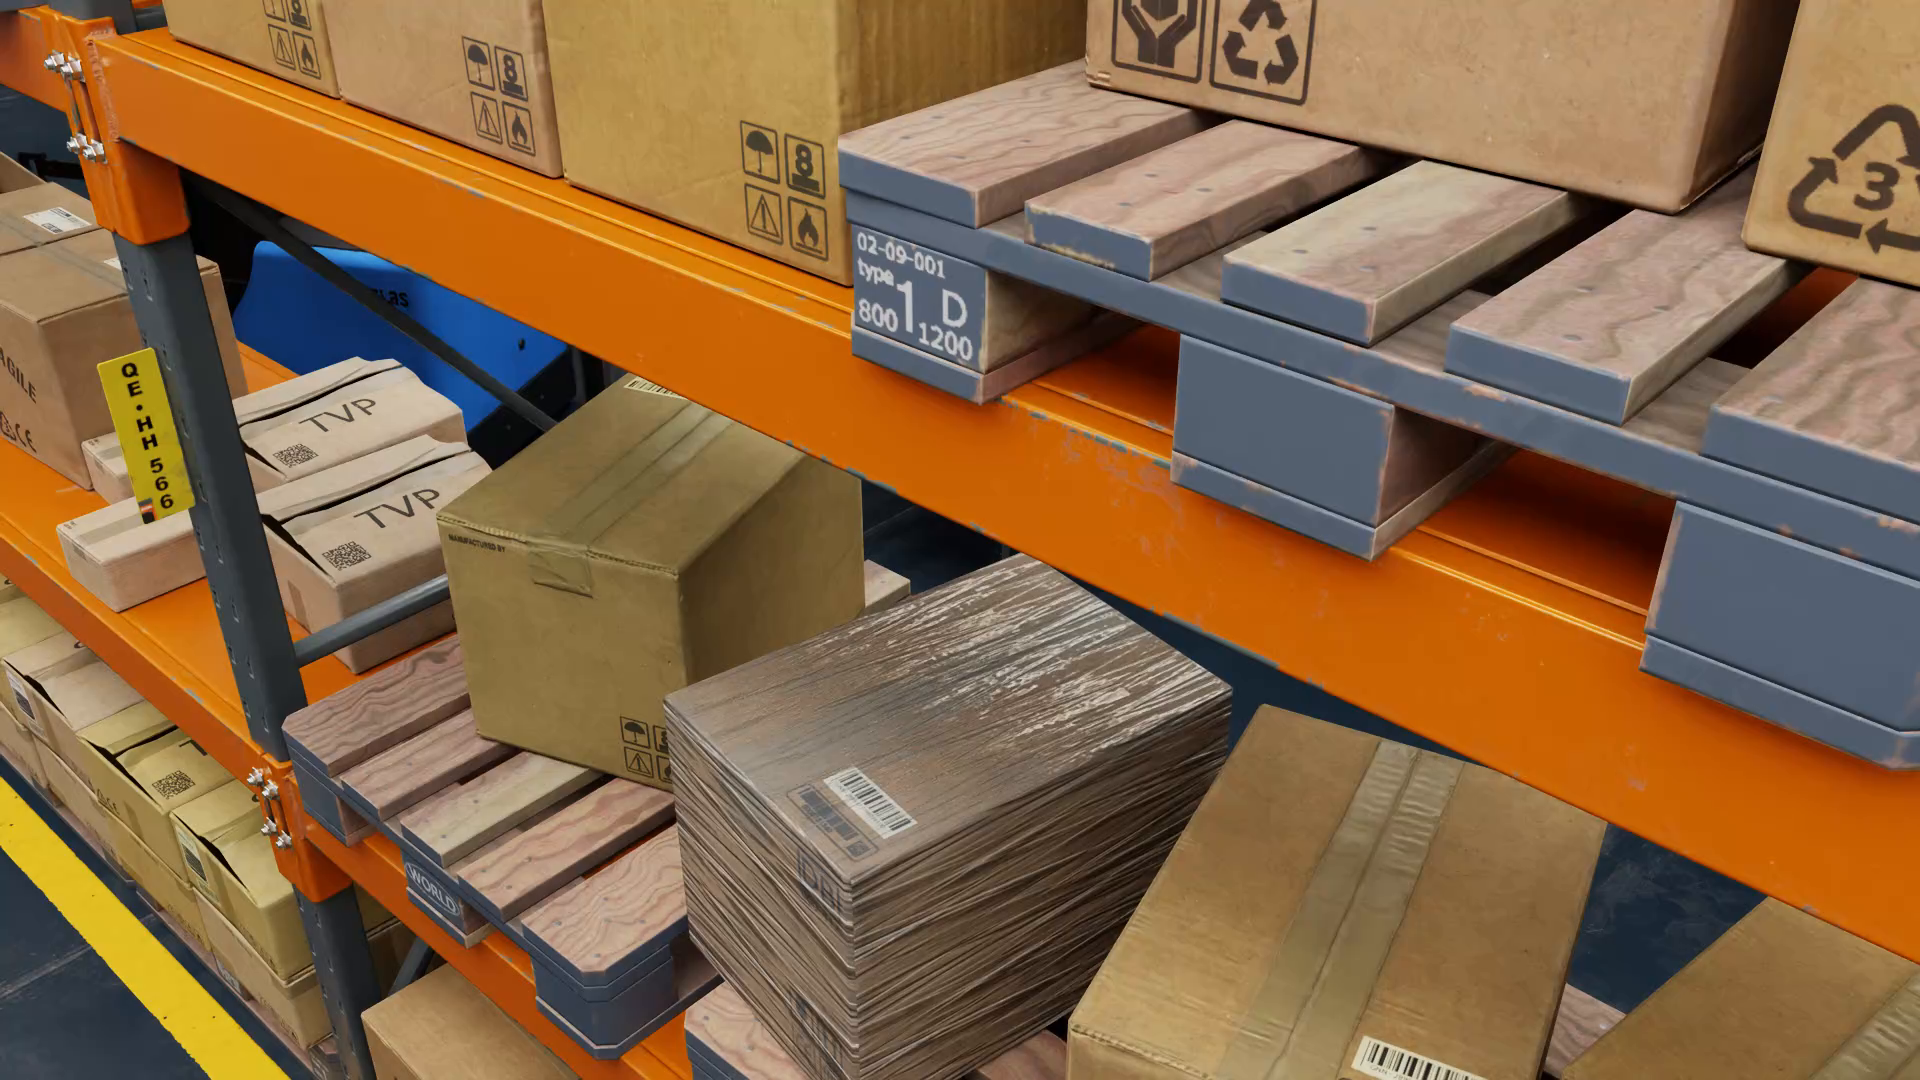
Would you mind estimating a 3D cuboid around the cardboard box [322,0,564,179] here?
[{"bbox_3d":[-0.384,-0.917,2.359,0.500,0.500,0.910,25,39,35],"label":"cardboard box"}]

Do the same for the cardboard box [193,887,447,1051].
[{"bbox_3d":[-1.662,1.006,4.430,0.500,0.250,0.500,26,40,36],"label":"cardboard box"}]

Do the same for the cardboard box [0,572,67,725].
[{"bbox_3d":[-2.794,0.240,5.159,0.500,0.311,0.500,26,40,36],"label":"cardboard box"}]

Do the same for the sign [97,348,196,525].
[{"bbox_3d":[-1.478,-0.186,3.028,0.005,0.325,0.100,25,39,35],"label":"sign"}]

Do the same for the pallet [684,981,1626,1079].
[{"bbox_3d":[0.337,0.850,2.616,1.213,0.211,1.003,25,39,35],"label":"pallet"}]

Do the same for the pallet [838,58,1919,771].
[{"bbox_3d":[0.650,-0.334,1.671,1.003,0.211,1.213,25,39,35],"label":"pallet"}]

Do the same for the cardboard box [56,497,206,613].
[{"bbox_3d":[-1.960,-0.002,4.088,0.250,0.149,0.380,25,39,35],"label":"cardboard box"}]

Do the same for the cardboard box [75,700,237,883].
[{"bbox_3d":[-2.052,0.590,4.577,0.500,0.311,0.500,24,39,34],"label":"cardboard box"}]

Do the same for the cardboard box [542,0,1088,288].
[{"bbox_3d":[0.001,-0.737,2.061,0.500,0.500,0.910,25,39,35],"label":"cardboard box"}]

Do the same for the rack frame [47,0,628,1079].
[{"bbox_3d":[-1.108,0.096,3.682,0.127,3.000,1.000,25,39,35],"label":"rack frame"}]

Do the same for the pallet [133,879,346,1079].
[{"bbox_3d":[-1.692,0.991,4.899,1.213,0.211,1.003,25,39,35],"label":"pallet"}]

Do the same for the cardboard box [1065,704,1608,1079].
[{"bbox_3d":[0.506,0.670,2.224,0.500,0.500,0.700,15,34,23],"label":"cardboard box"}]

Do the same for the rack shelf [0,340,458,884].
[{"bbox_3d":[-2.591,-0.288,5.017,4.000,0.370,1.077,25,39,35],"label":"rack shelf"}]

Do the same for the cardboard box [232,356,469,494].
[{"bbox_3d":[-1.641,-0.249,4.342,0.500,0.311,0.500,25,39,35],"label":"cardboard box"}]

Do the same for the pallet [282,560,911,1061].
[{"bbox_3d":[-0.559,0.386,3.386,1.003,0.211,1.213,25,39,35],"label":"pallet"}]

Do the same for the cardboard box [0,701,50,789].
[{"bbox_3d":[-2.801,0.477,5.309,0.500,0.250,0.500,26,40,36],"label":"cardboard box"}]

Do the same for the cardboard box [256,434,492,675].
[{"bbox_3d":[-1.349,-0.008,3.941,0.500,0.311,0.500,-27,40,-37],"label":"cardboard box"}]

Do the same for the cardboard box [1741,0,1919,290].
[{"bbox_3d":[1.023,-0.495,1.155,0.600,0.600,0.600,25,39,35],"label":"cardboard box"}]

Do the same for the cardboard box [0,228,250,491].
[{"bbox_3d":[-2.363,-0.521,4.610,0.500,0.500,0.500,23,38,33],"label":"cardboard box"}]

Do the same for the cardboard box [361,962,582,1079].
[{"bbox_3d":[-0.963,1.246,3.770,0.500,0.500,0.500,27,40,37],"label":"cardboard box"}]

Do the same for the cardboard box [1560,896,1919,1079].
[{"bbox_3d":[1.104,0.795,2.017,0.700,0.500,0.500,-22,38,-32],"label":"cardboard box"}]

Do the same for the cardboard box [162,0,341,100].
[{"bbox_3d":[-0.762,-1.093,2.653,0.500,0.500,0.910,25,39,35],"label":"cardboard box"}]

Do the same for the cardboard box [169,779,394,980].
[{"bbox_3d":[-1.662,0.767,4.282,0.500,0.311,0.500,26,40,36],"label":"cardboard box"}]

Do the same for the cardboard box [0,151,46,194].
[{"bbox_3d":[-3.125,-0.876,5.201,0.500,0.500,0.500,-26,40,-36],"label":"cardboard box"}]

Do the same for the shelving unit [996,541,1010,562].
[{"bbox_3d":[-0.063,-0.672,6.412,1.048,1.500,0.538,25,39,35],"label":"shelving unit"}]

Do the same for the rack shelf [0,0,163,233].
[{"bbox_3d":[-2.591,-1.573,4.243,4.000,0.370,1.077,25,39,35],"label":"rack shelf"}]

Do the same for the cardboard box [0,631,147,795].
[{"bbox_3d":[-2.424,0.414,4.869,0.500,0.311,0.500,25,39,35],"label":"cardboard box"}]

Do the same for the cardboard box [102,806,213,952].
[{"bbox_3d":[-2.047,0.829,4.724,0.500,0.250,0.500,25,39,35],"label":"cardboard box"}]

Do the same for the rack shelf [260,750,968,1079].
[{"bbox_3d":[0.375,1.097,2.717,4.000,0.370,1.077,25,39,35],"label":"rack shelf"}]

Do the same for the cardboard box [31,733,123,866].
[{"bbox_3d":[-2.417,0.653,5.015,0.500,0.250,0.500,26,40,36],"label":"cardboard box"}]

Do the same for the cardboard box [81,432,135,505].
[{"bbox_3d":[-2.092,-0.216,4.444,0.380,0.149,0.250,-26,40,-36],"label":"cardboard box"}]

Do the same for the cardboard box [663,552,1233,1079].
[{"bbox_3d":[-0.016,0.438,2.610,0.700,0.500,0.500,-21,37,-31],"label":"cardboard box"}]

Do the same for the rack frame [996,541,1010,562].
[{"bbox_3d":[0.314,-0.496,6.120,0.032,1.500,0.500,25,39,35],"label":"rack frame"}]

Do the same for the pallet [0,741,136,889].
[{"bbox_3d":[-2.593,0.569,5.600,1.213,0.211,1.003,25,39,35],"label":"pallet"}]

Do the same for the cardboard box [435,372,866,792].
[{"bbox_3d":[-0.566,0.048,3.257,0.500,0.500,0.700,12,33,19],"label":"cardboard box"}]

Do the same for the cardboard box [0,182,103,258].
[{"bbox_3d":[-2.754,-0.703,4.913,0.500,0.500,0.500,25,39,35],"label":"cardboard box"}]

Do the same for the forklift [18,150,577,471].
[{"bbox_3d":[-3.359,-1.865,7.006,3.031,2.935,1.130,9,32,14],"label":"forklift"}]

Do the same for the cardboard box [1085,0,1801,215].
[{"bbox_3d":[0.543,-0.733,1.550,0.600,0.600,0.600,23,38,33],"label":"cardboard box"}]

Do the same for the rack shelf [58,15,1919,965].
[{"bbox_3d":[0.375,-0.188,1.944,4.000,0.370,1.077,25,39,35],"label":"rack shelf"}]
